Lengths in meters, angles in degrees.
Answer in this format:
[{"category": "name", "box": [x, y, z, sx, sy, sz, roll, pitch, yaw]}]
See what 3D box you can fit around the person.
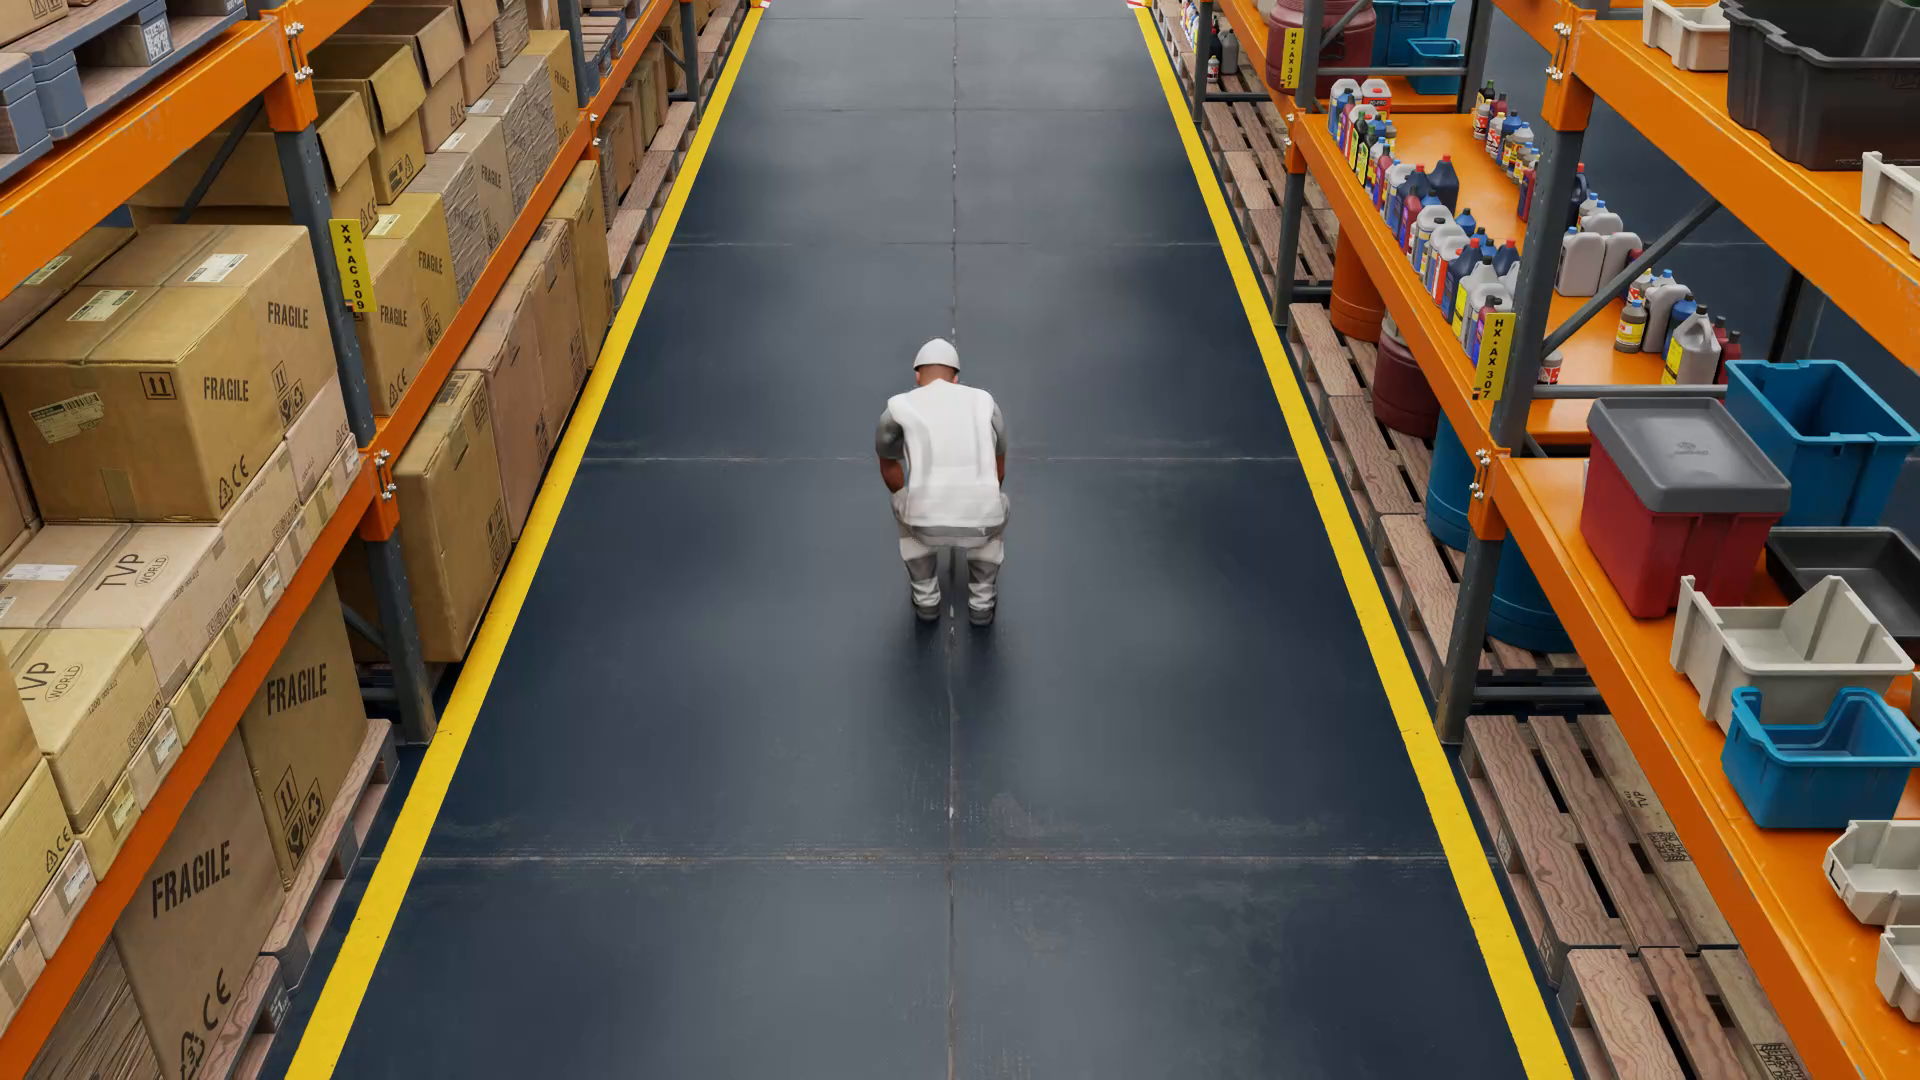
[{"category": "person", "box": [-0.072, -0.215, 7.119, 0.581, 1.115, 0.856, 0, 31, 0]}]
